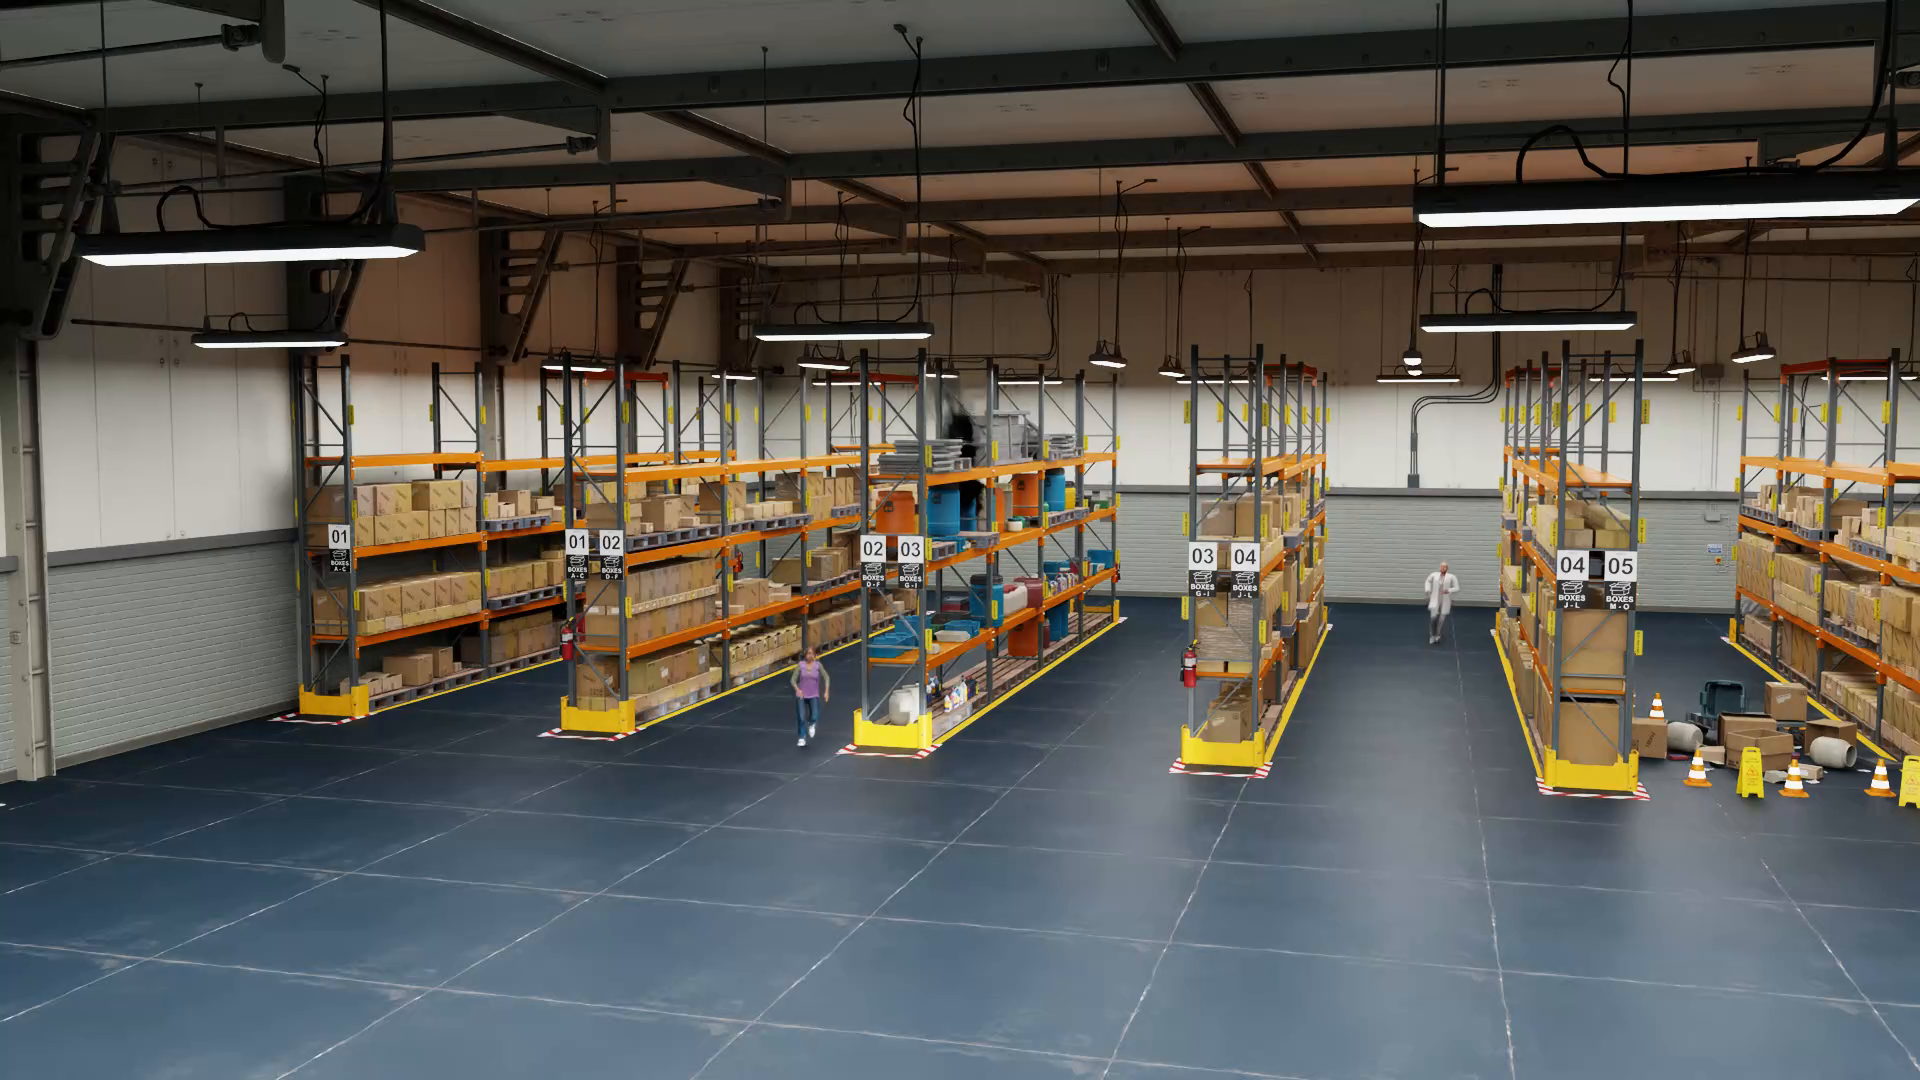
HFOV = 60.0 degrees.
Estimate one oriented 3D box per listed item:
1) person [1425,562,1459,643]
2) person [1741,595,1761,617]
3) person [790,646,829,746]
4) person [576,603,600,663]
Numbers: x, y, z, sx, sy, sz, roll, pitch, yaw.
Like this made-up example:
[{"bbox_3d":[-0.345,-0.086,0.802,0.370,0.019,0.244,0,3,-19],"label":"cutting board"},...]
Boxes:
[{"bbox_3d":[10.607,1.393,36.597,0.733,1.825,0.673,2,5,21],"label":"person"},{"bbox_3d":[18.060,1.359,37.765,0.561,1.622,0.560,0,4,4],"label":"person"},{"bbox_3d":[-2.259,2.352,25.019,0.593,1.515,0.516,0,4,-7],"label":"person"},{"bbox_3d":[-6.580,1.941,29.776,0.663,1.732,1.077,1,4,14],"label":"person"}]
